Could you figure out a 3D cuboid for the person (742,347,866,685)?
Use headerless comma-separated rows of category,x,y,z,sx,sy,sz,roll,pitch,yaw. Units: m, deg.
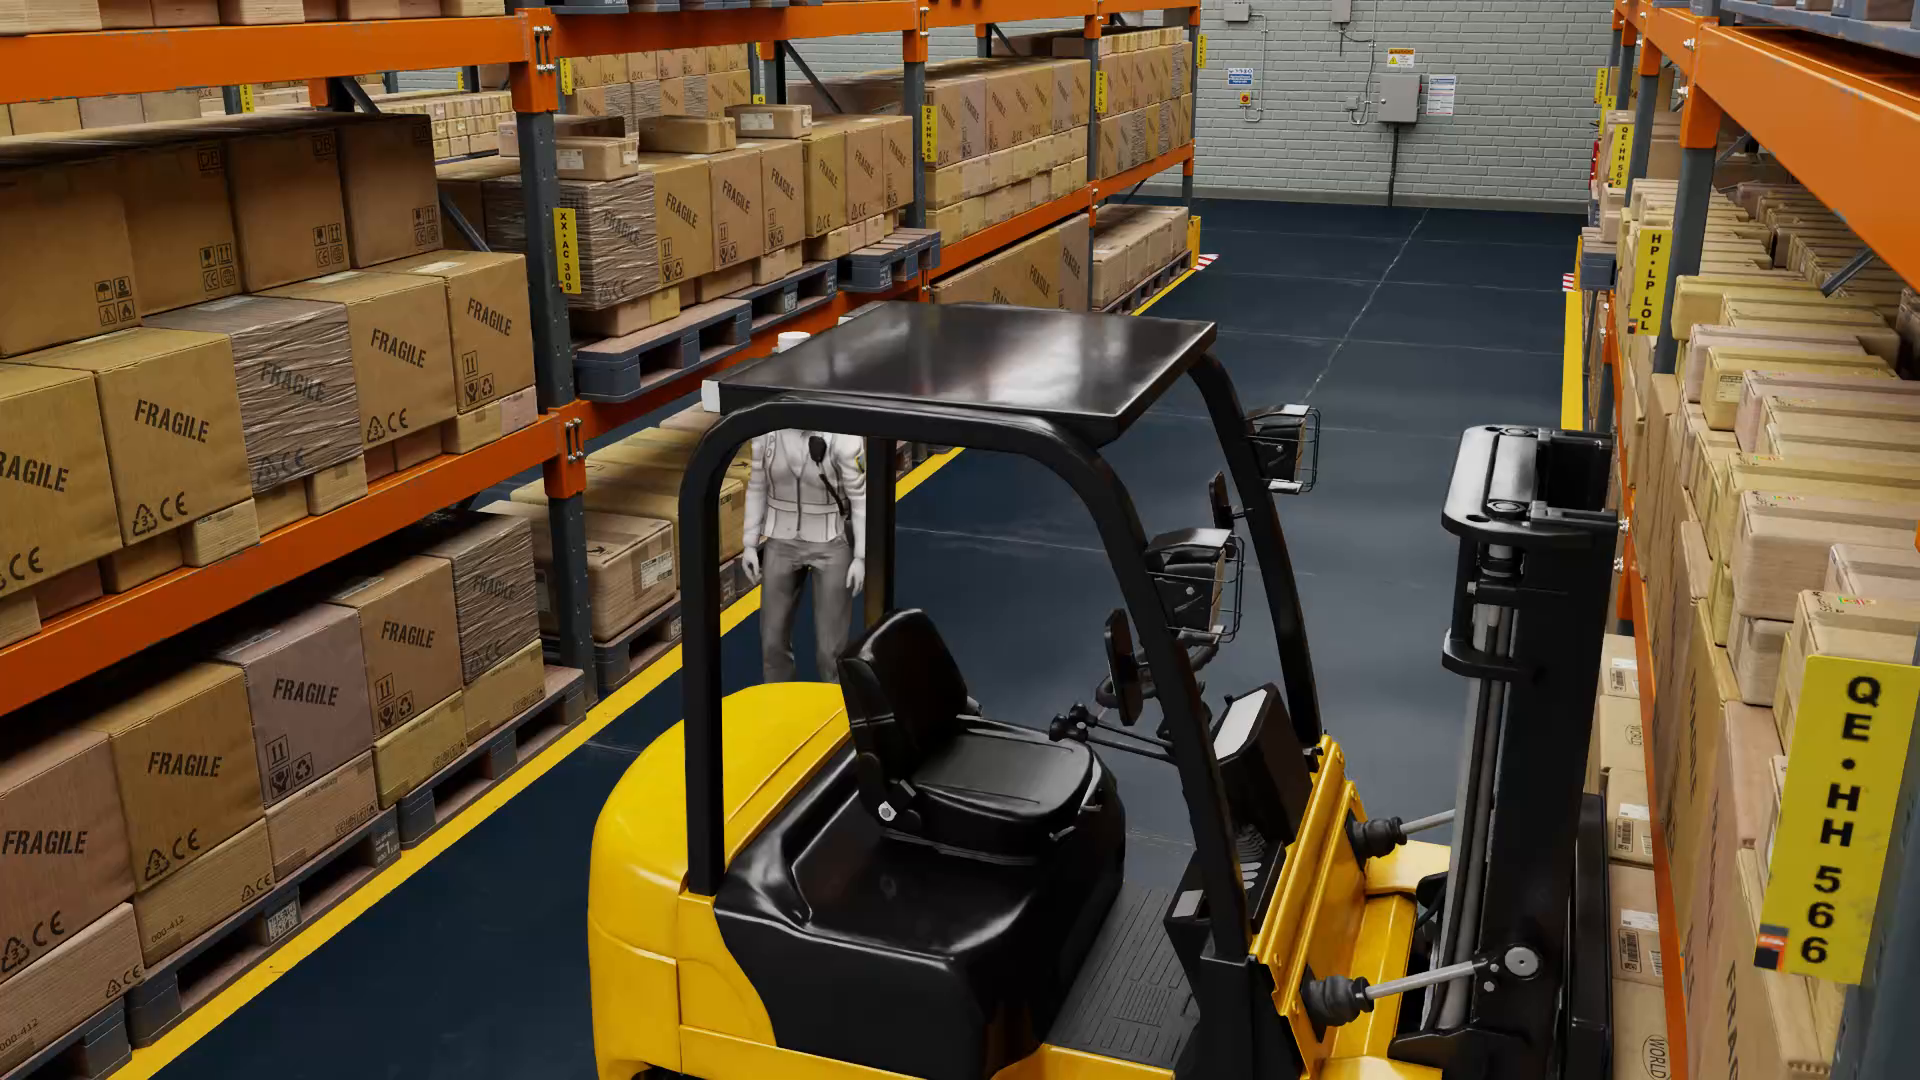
person,-0.588,0.053,6.402,0.543,1.662,0.375,5,19,15
